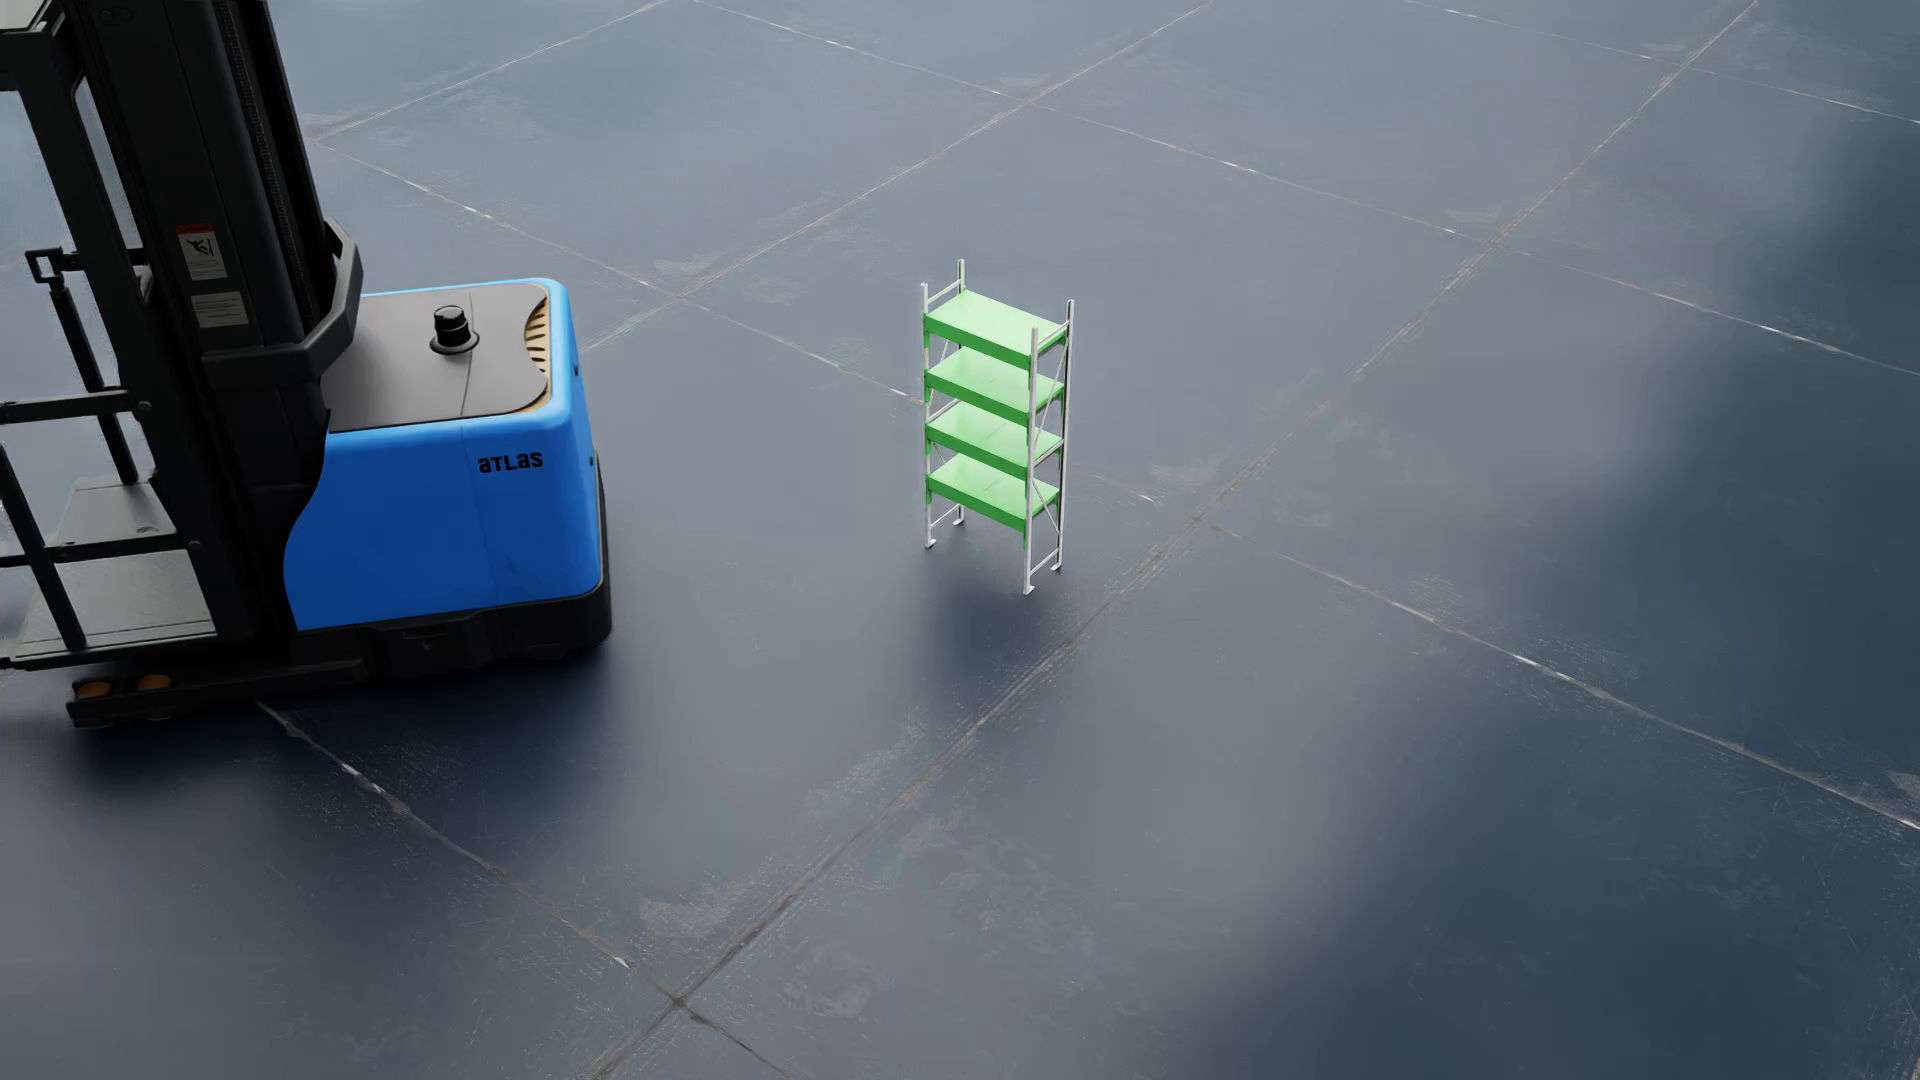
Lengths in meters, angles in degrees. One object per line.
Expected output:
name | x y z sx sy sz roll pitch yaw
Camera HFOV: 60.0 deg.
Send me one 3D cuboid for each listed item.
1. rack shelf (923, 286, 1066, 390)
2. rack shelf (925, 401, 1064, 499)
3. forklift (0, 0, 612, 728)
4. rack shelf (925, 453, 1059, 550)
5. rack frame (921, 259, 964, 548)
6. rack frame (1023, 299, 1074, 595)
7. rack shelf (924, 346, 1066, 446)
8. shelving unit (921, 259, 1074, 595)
rack shelf | 0.132 -0.738 6.044 0.480 0.148 0.258 25 45 29
rack shelf | 0.132 -0.360 6.340 0.480 0.148 0.258 25 45 29
forklift | -2.870 -0.843 5.449 3.031 2.935 1.130 -7 39 -9
rack shelf | 0.131 -0.171 6.488 0.480 0.148 0.258 25 45 29
rack frame | -0.062 -0.502 6.418 0.015 1.200 0.240 25 45 29
rack frame | 0.325 -0.319 6.184 0.015 1.200 0.240 25 45 29
rack shelf | 0.132 -0.549 6.192 0.480 0.148 0.258 25 45 29
shelving unit | 0.132 -0.410 6.301 0.503 1.200 0.258 25 45 29
